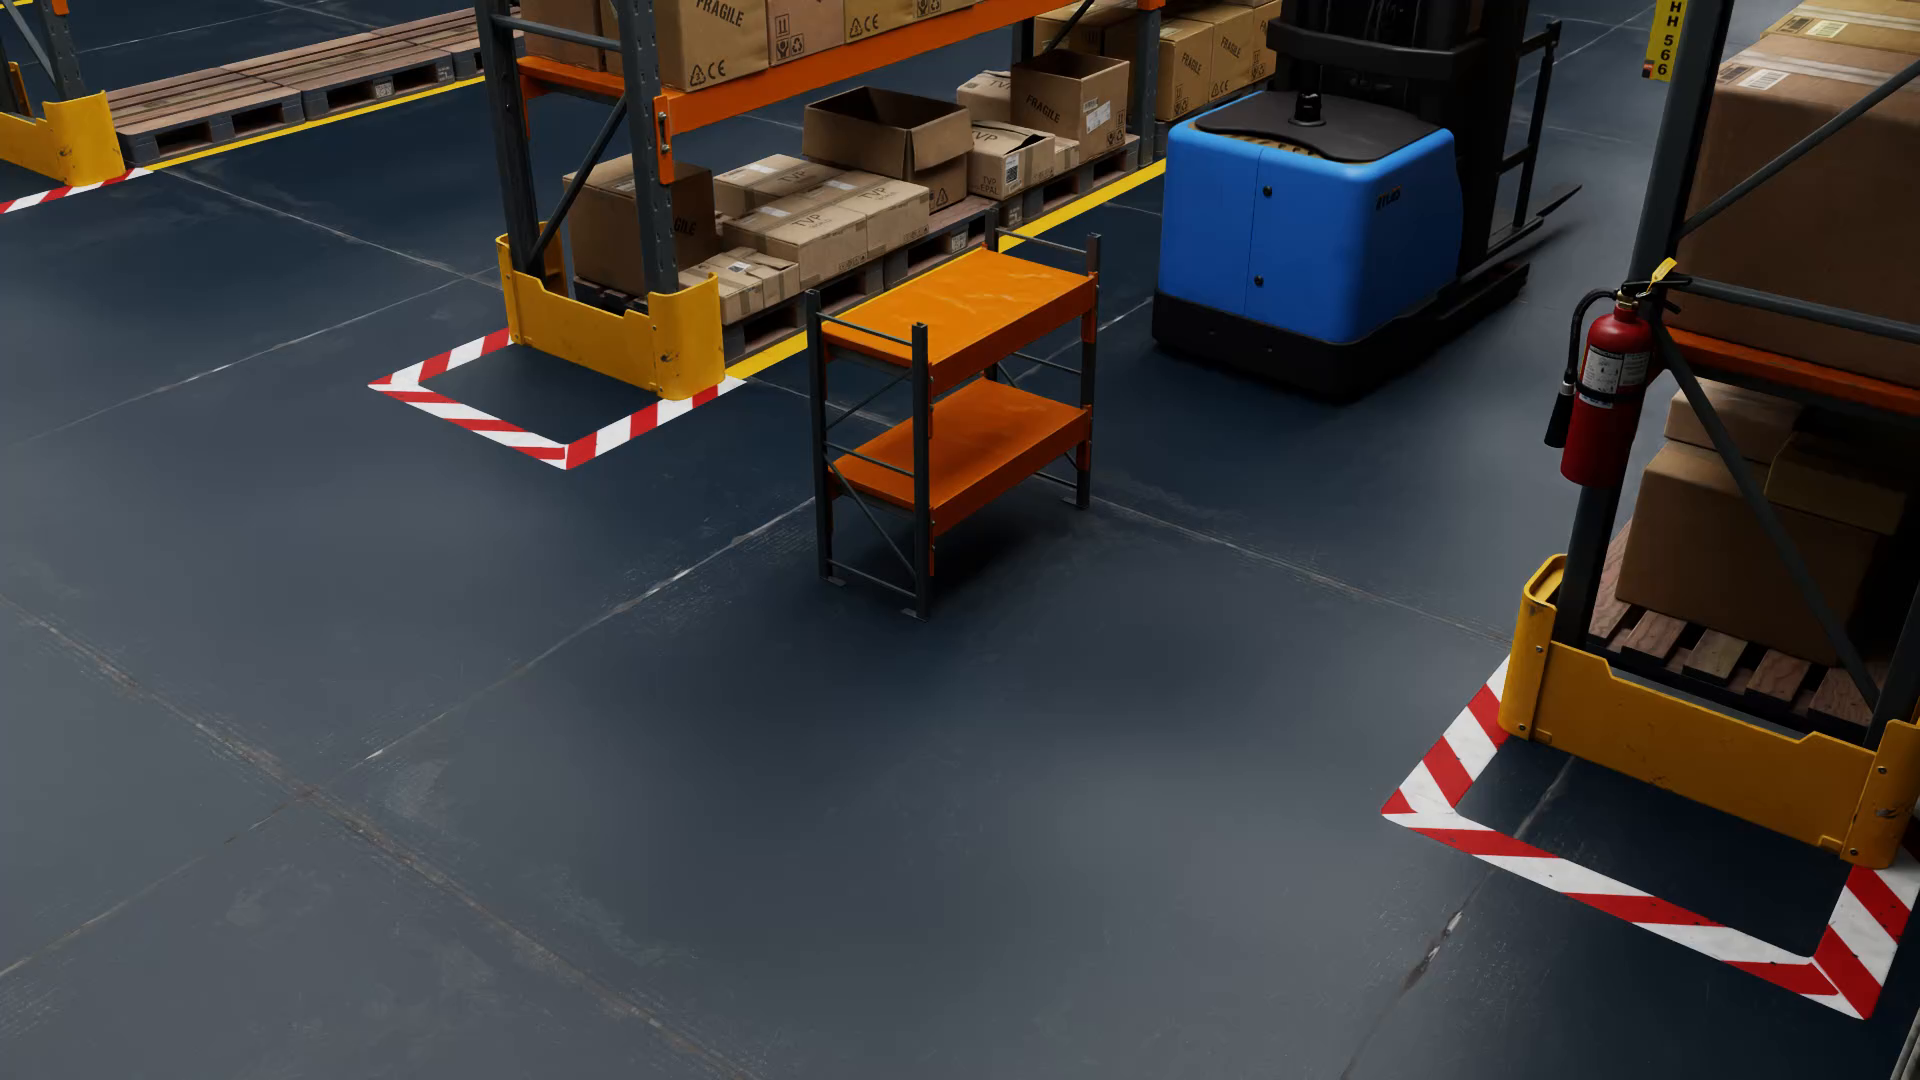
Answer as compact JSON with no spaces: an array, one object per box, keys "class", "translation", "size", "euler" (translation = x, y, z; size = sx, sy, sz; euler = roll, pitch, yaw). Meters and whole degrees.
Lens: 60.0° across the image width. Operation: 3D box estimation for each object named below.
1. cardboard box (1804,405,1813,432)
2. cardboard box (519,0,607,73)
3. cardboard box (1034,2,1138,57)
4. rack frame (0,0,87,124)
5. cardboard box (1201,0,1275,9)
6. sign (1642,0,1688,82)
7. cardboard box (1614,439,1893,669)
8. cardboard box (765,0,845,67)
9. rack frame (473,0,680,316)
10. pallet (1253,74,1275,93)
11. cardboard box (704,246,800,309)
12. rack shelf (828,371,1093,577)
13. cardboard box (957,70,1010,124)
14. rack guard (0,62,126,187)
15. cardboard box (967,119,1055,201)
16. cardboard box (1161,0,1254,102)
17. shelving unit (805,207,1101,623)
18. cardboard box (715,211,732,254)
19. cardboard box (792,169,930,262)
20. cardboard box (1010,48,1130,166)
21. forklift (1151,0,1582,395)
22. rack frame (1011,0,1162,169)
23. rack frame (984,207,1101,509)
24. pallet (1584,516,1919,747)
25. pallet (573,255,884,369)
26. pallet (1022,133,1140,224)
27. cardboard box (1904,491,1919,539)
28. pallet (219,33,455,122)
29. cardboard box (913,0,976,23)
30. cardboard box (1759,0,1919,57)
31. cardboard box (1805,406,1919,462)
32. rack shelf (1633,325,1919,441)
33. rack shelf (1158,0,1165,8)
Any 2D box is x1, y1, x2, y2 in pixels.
[{"class":"cardboard box","translation":[2.719,-0.504,5.666],"size":[0.380,0.149,0.250],"euler":[22,37,33]},{"class":"cardboard box","translation":[-1.608,-2.423,7.404],"size":[0.500,0.500,0.500],"euler":[22,37,33]},{"class":"cardboard box","translation":[0.823,-3.143,10.736],"size":[0.500,0.500,0.500],"euler":[21,37,31]},{"class":"rack frame","translation":[-5.608,-3.641,9.555],"size":[1.000,3.000,0.127],"euler":[21,37,31]},{"class":"cardboard box","translation":[1.843,-3.705,10.949],"size":[0.500,0.250,0.500],"euler":[21,37,31]},{"class":"sign","translation":[1.866,-1.364,4.346],"size":[0.100,0.325,0.005],"euler":[21,37,31]},{"class":"cardboard box","translation":[2.633,-0.012,5.473],"size":[0.700,0.500,0.500],"euler":[21,37,31]},{"class":"cardboard box","translation":[-0.876,-2.468,7.479],"size":[0.500,0.500,0.500],"euler":[21,36,31]},{"class":"rack frame","translation":[-1.661,-2.115,6.981],"size":[1.000,3.000,0.127],"euler":[21,37,31]},{"class":"pallet","translation":[1.950,-3.381,11.853],"size":[1.003,0.211,1.213],"euler":[21,37,31]},{"class":"cardboard box","translation":[-0.984,-1.251,7.871],"size":[0.380,0.166,0.250],"euler":[21,37,31]},{"class":"rack shelf","translation":[-0.004,-0.271,6.188],"size":[0.538,0.278,1.000],"euler":[21,37,31]},{"class":"cardboard box","translation":[0.327,-2.669,10.122],"size":[0.500,0.311,0.500],"euler":[21,37,31]},{"class":"rack guard","translation":[-5.612,-2.552,10.170],"size":[1.175,0.500,0.348],"euler":[21,37,31]},{"class":"cardboard box","translation":[0.183,-2.149,9.245],"size":[0.500,0.311,0.500],"euler":[21,37,31]},{"class":"cardboard box","translation":[1.553,-3.196,10.826],"size":[0.500,0.500,0.500],"euler":[22,37,32]},{"class":"shelving unit","translation":[-0.004,-0.481,6.063],"size":[0.538,1.125,1.048],"euler":[21,37,31]},{"class":"cardboard box","translation":[-1.213,-1.519,8.323],"size":[0.380,0.166,0.250],"euler":[21,37,31]},{"class":"cardboard box","translation":[-0.503,-1.661,8.481],"size":[0.500,0.250,0.500],"euler":[21,37,31]},{"class":"cardboard box","translation":[0.635,-2.536,9.711],"size":[0.500,0.500,0.500],"euler":[21,37,31]},{"class":"forklift","translation":[2.236,-2.576,7.826],"size":[1.130,2.935,3.031],"euler":[23,38,34]},{"class":"rack frame","translation":[0.753,-3.741,9.724],"size":[1.000,3.000,0.127],"euler":[21,37,31]},{"class":"rack frame","translation":[0.303,-0.688,6.412],"size":[0.500,1.125,0.032],"euler":[21,37,31]},{"class":"pallet","translation":[2.711,0.259,5.711],"size":[1.003,0.211,1.213],"euler":[21,37,31]},{"class":"pallet","translation":[-1.135,-1.270,8.291],"size":[1.003,0.211,1.213],"euler":[21,37,31]},{"class":"pallet","translation":[0.338,-2.262,9.964],"size":[1.003,0.211,1.213],"euler":[21,37,31]},{"class":"cardboard box","translation":[3.238,-0.420,6.162],"size":[0.700,0.500,0.500],"euler":[20,36,30]},{"class":"pallet","translation":[-4.343,-3.258,11.645],"size":[1.003,0.211,1.213],"euler":[21,37,31]},{"class":"cardboard box","translation":[-0.268,-2.874,8.164],"size":[0.500,0.500,0.500],"euler":[22,37,32]},{"class":"cardboard box","translation":[3.020,-1.230,5.194],"size":[0.980,0.700,0.700],"euler":[21,36,31]},{"class":"cardboard box","translation":[3.022,-0.385,5.466],"size":[0.380,0.149,0.250],"euler":[21,37,31]},{"class":"rack shelf","translation":[3.498,-1.095,5.966],"size":[1.077,0.370,4.000],"euler":[21,37,31]},{"class":"rack shelf","translation":[1.961,-4.244,11.279],"size":[1.077,0.370,4.000],"euler":[21,37,31]}]
